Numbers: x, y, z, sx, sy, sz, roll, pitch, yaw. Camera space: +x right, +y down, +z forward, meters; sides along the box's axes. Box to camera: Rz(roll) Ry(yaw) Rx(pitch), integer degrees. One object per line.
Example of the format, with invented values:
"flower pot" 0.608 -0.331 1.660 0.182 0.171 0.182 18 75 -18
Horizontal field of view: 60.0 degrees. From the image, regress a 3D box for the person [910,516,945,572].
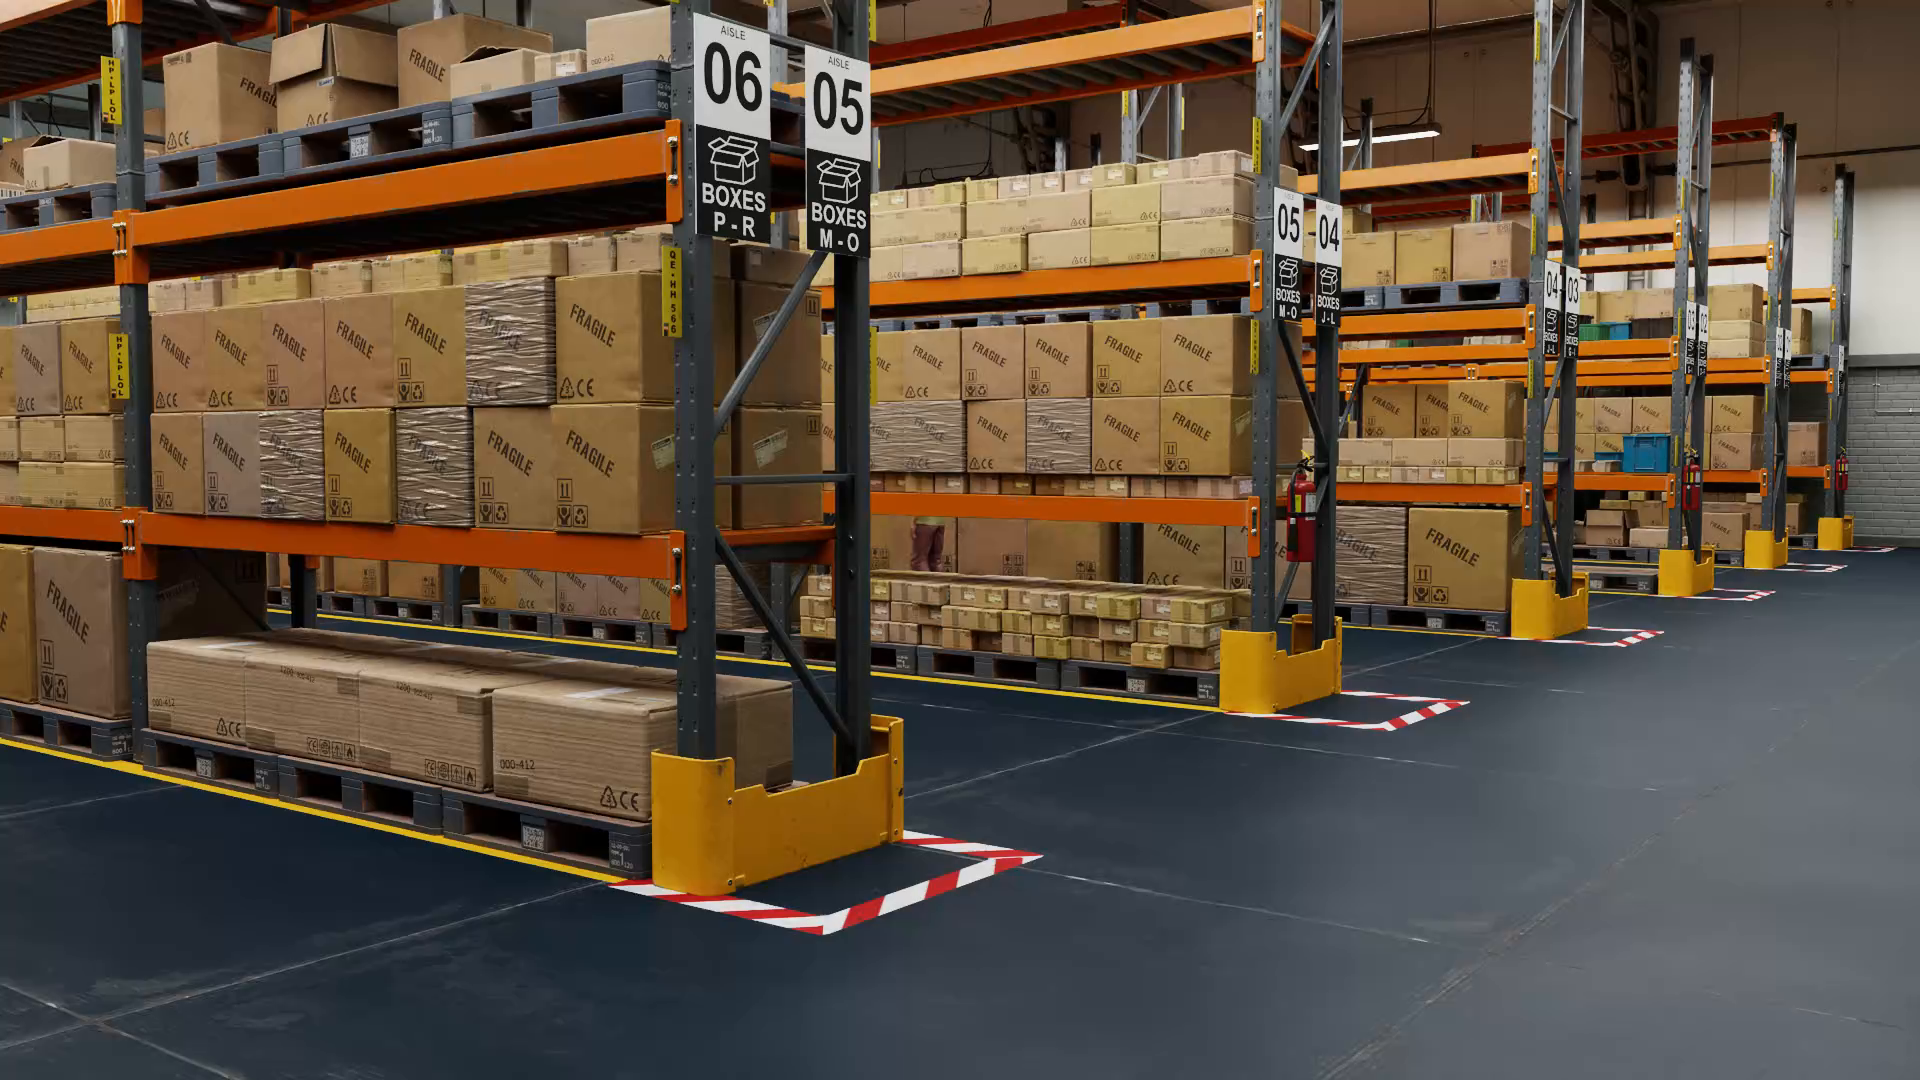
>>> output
"person" -0.331 -0.137 16.503 0.353 1.673 0.520 2 4 33
